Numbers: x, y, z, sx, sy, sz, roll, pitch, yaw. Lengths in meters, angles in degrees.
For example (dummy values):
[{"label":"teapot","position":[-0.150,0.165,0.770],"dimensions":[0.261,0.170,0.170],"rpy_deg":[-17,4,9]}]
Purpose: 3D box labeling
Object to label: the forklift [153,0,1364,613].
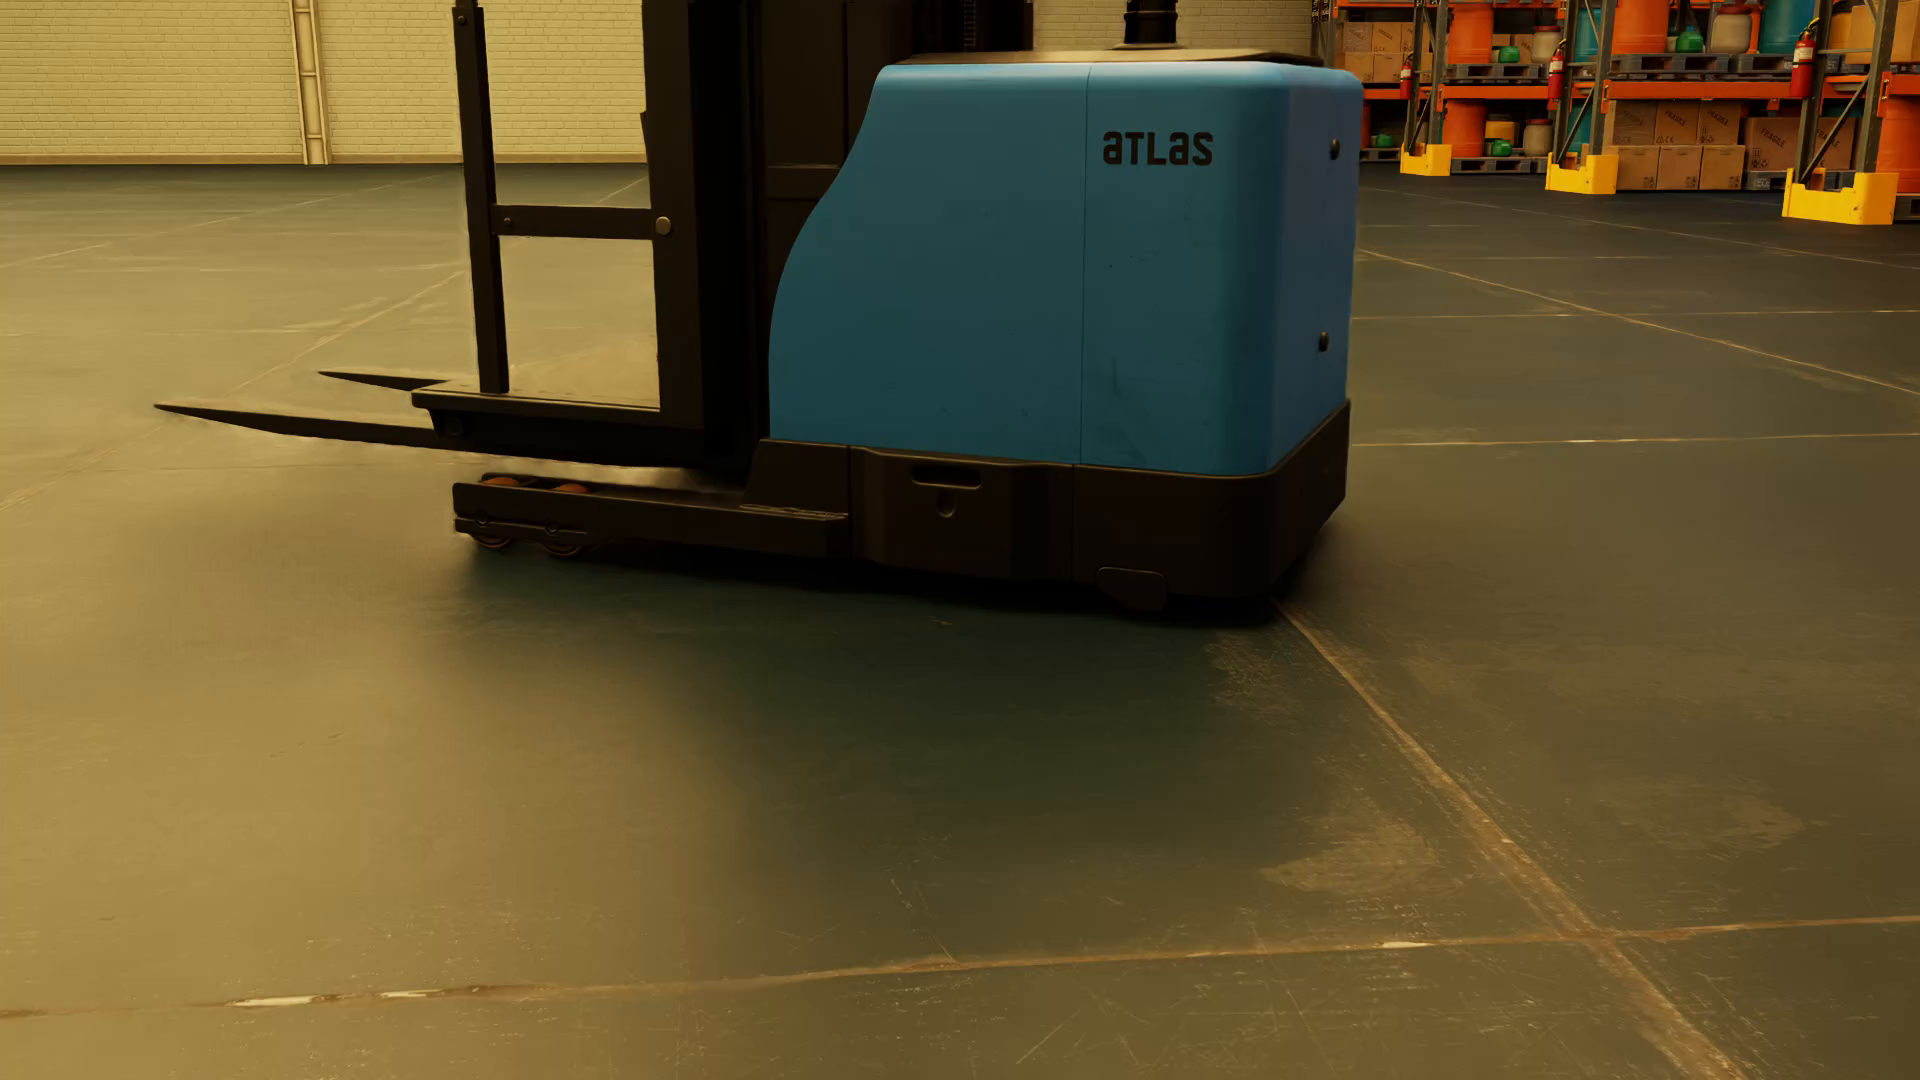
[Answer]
[{"label":"forklift","position":[-0.627,-1.495,3.859],"dimensions":[3.031,2.935,1.130],"rpy_deg":[6,16,22]}]
